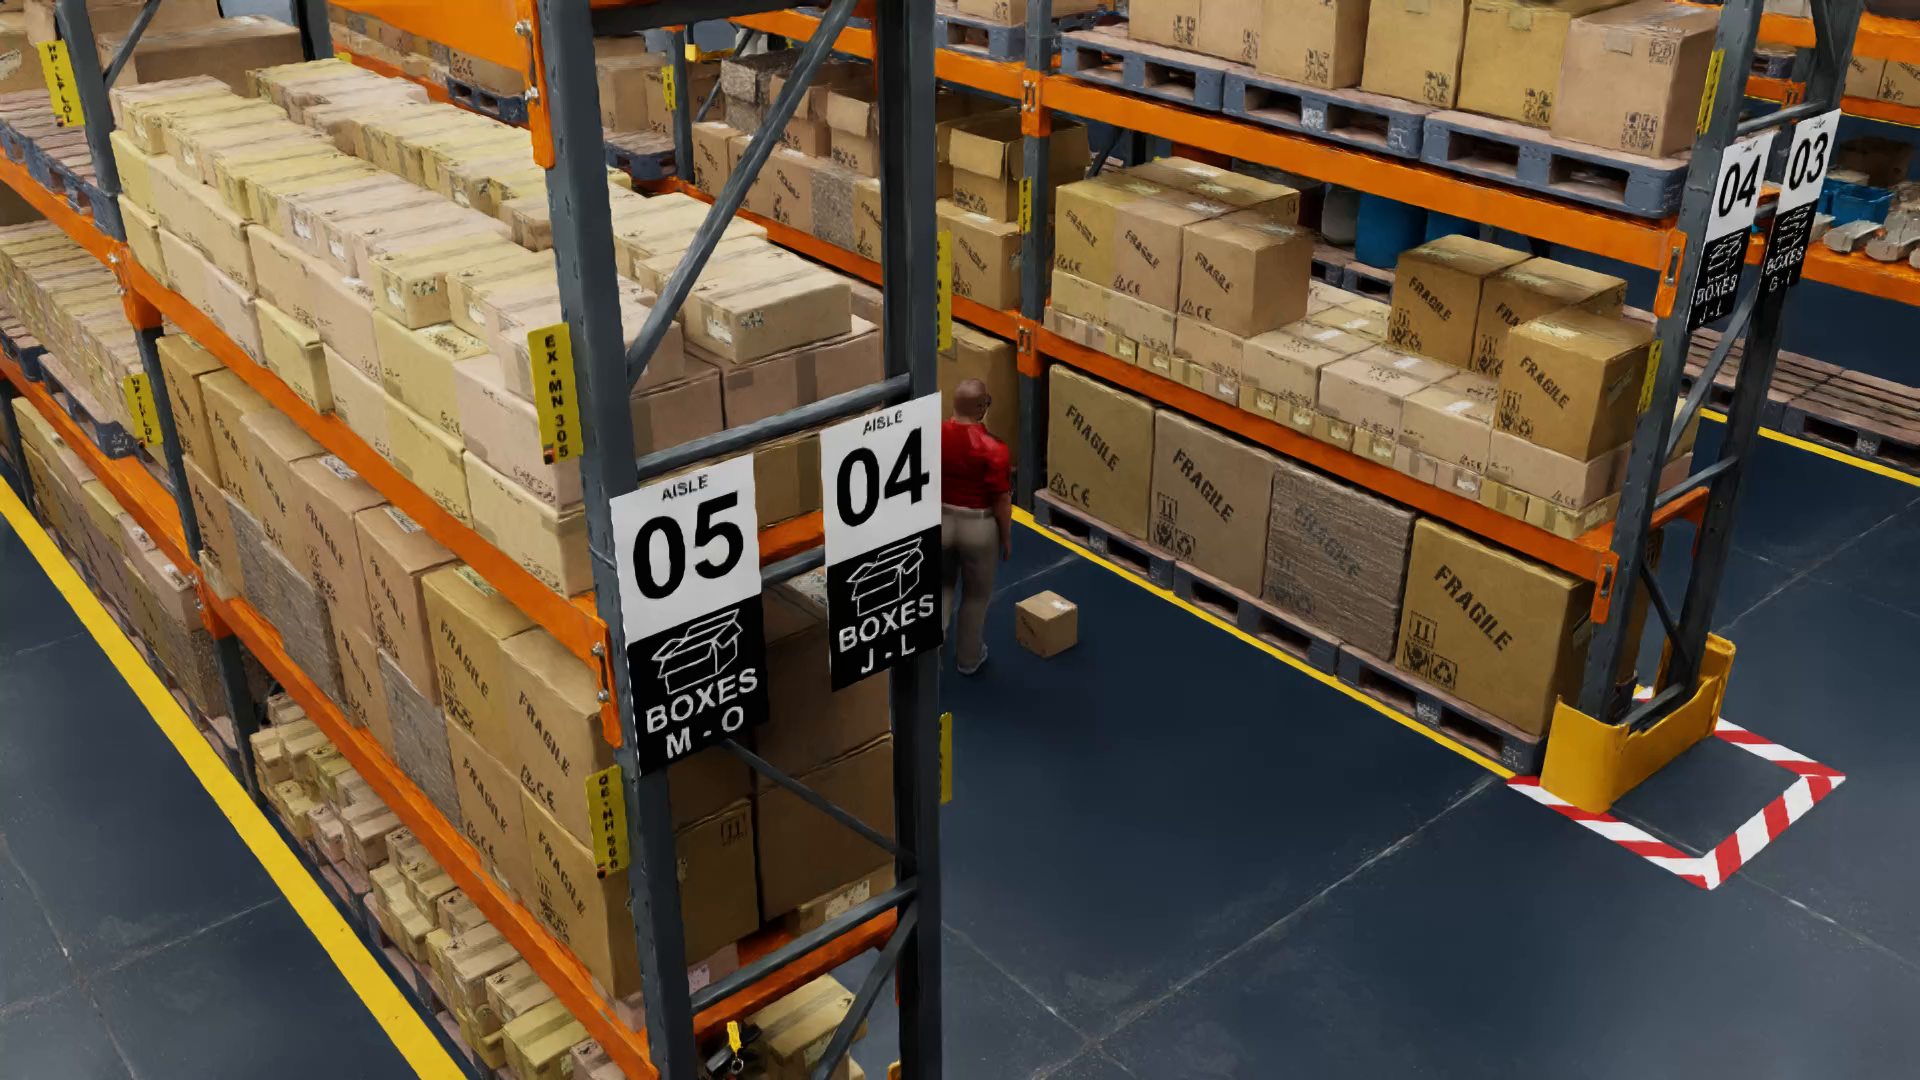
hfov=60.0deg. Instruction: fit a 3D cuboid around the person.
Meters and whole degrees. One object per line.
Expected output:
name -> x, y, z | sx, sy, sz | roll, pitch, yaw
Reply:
person -> 0.002, -0.041, 8.700 | 0.577, 1.734, 0.564 | 11, 30, 20
